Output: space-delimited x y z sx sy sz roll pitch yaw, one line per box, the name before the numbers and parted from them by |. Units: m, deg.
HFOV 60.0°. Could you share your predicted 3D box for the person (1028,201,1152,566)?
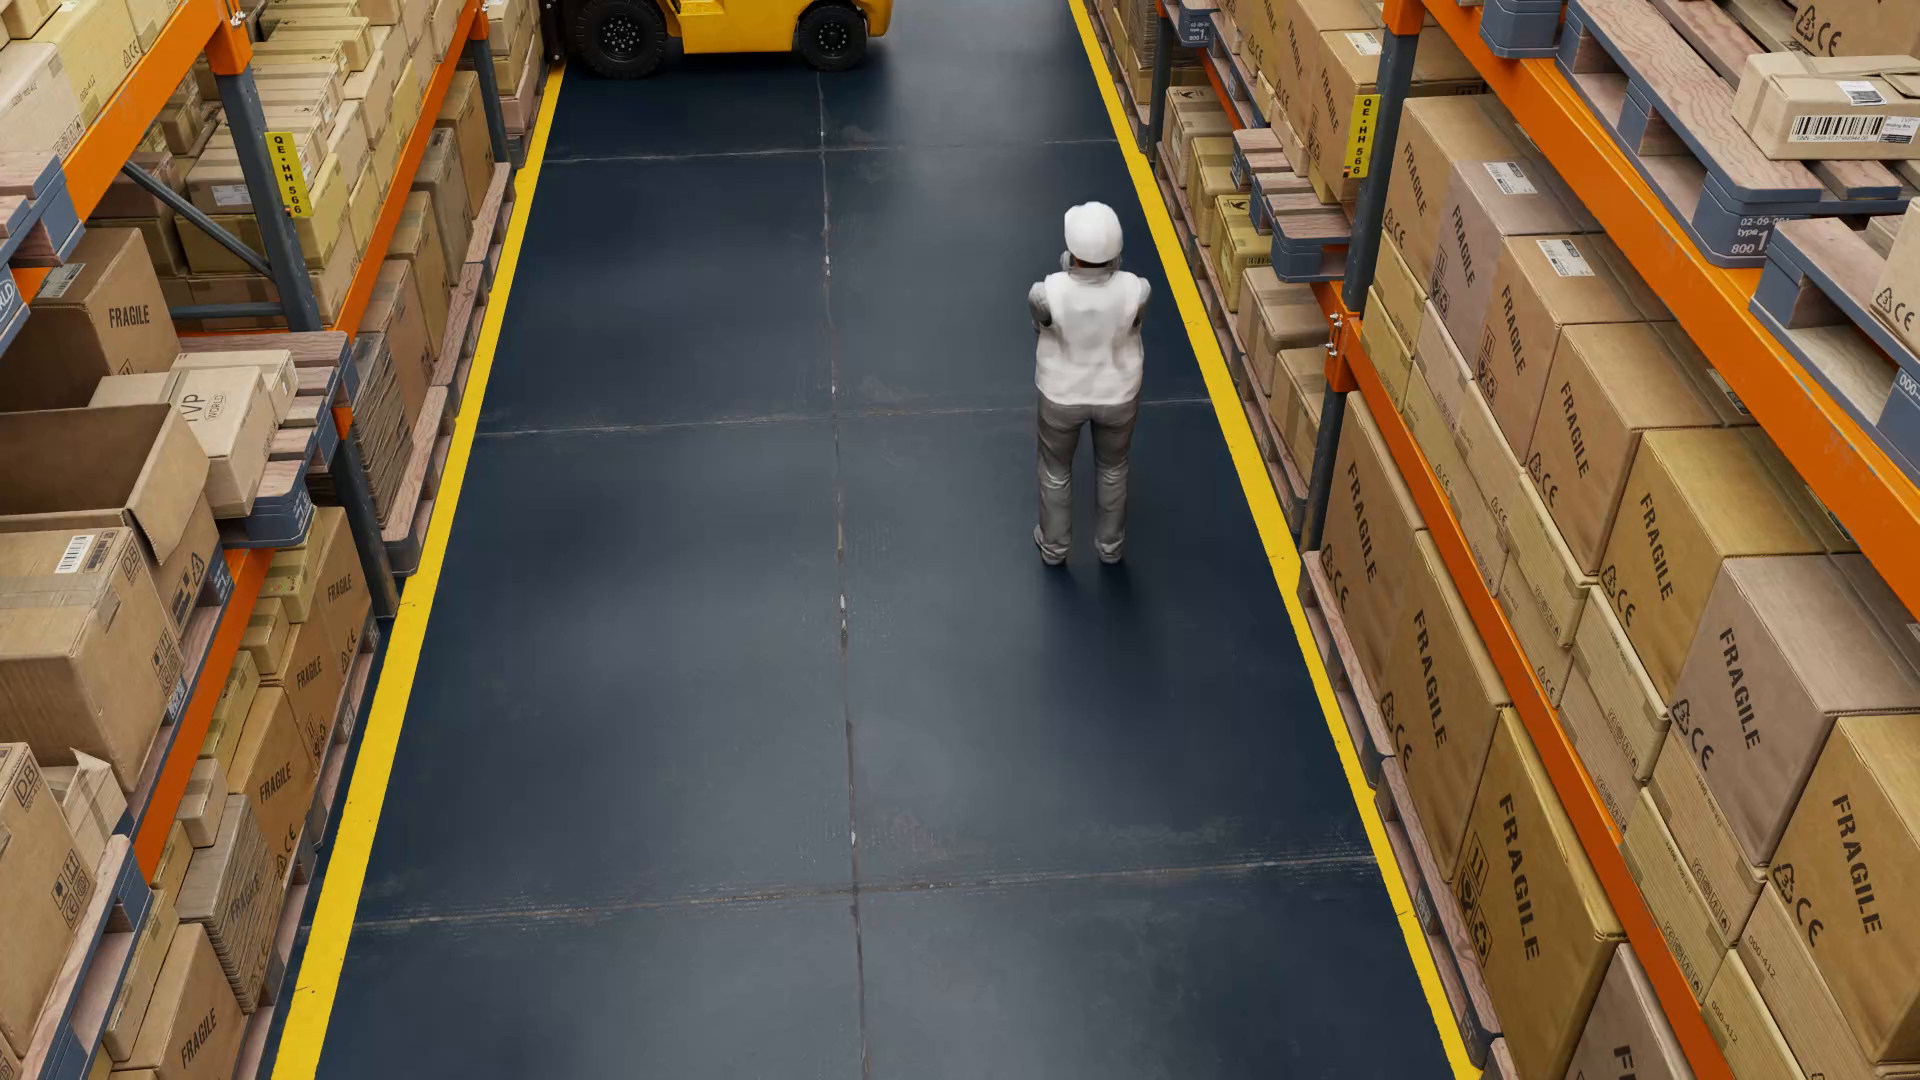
person | 0.514 -0.686 6.993 0.494 1.762 0.555 -1 39 -2
